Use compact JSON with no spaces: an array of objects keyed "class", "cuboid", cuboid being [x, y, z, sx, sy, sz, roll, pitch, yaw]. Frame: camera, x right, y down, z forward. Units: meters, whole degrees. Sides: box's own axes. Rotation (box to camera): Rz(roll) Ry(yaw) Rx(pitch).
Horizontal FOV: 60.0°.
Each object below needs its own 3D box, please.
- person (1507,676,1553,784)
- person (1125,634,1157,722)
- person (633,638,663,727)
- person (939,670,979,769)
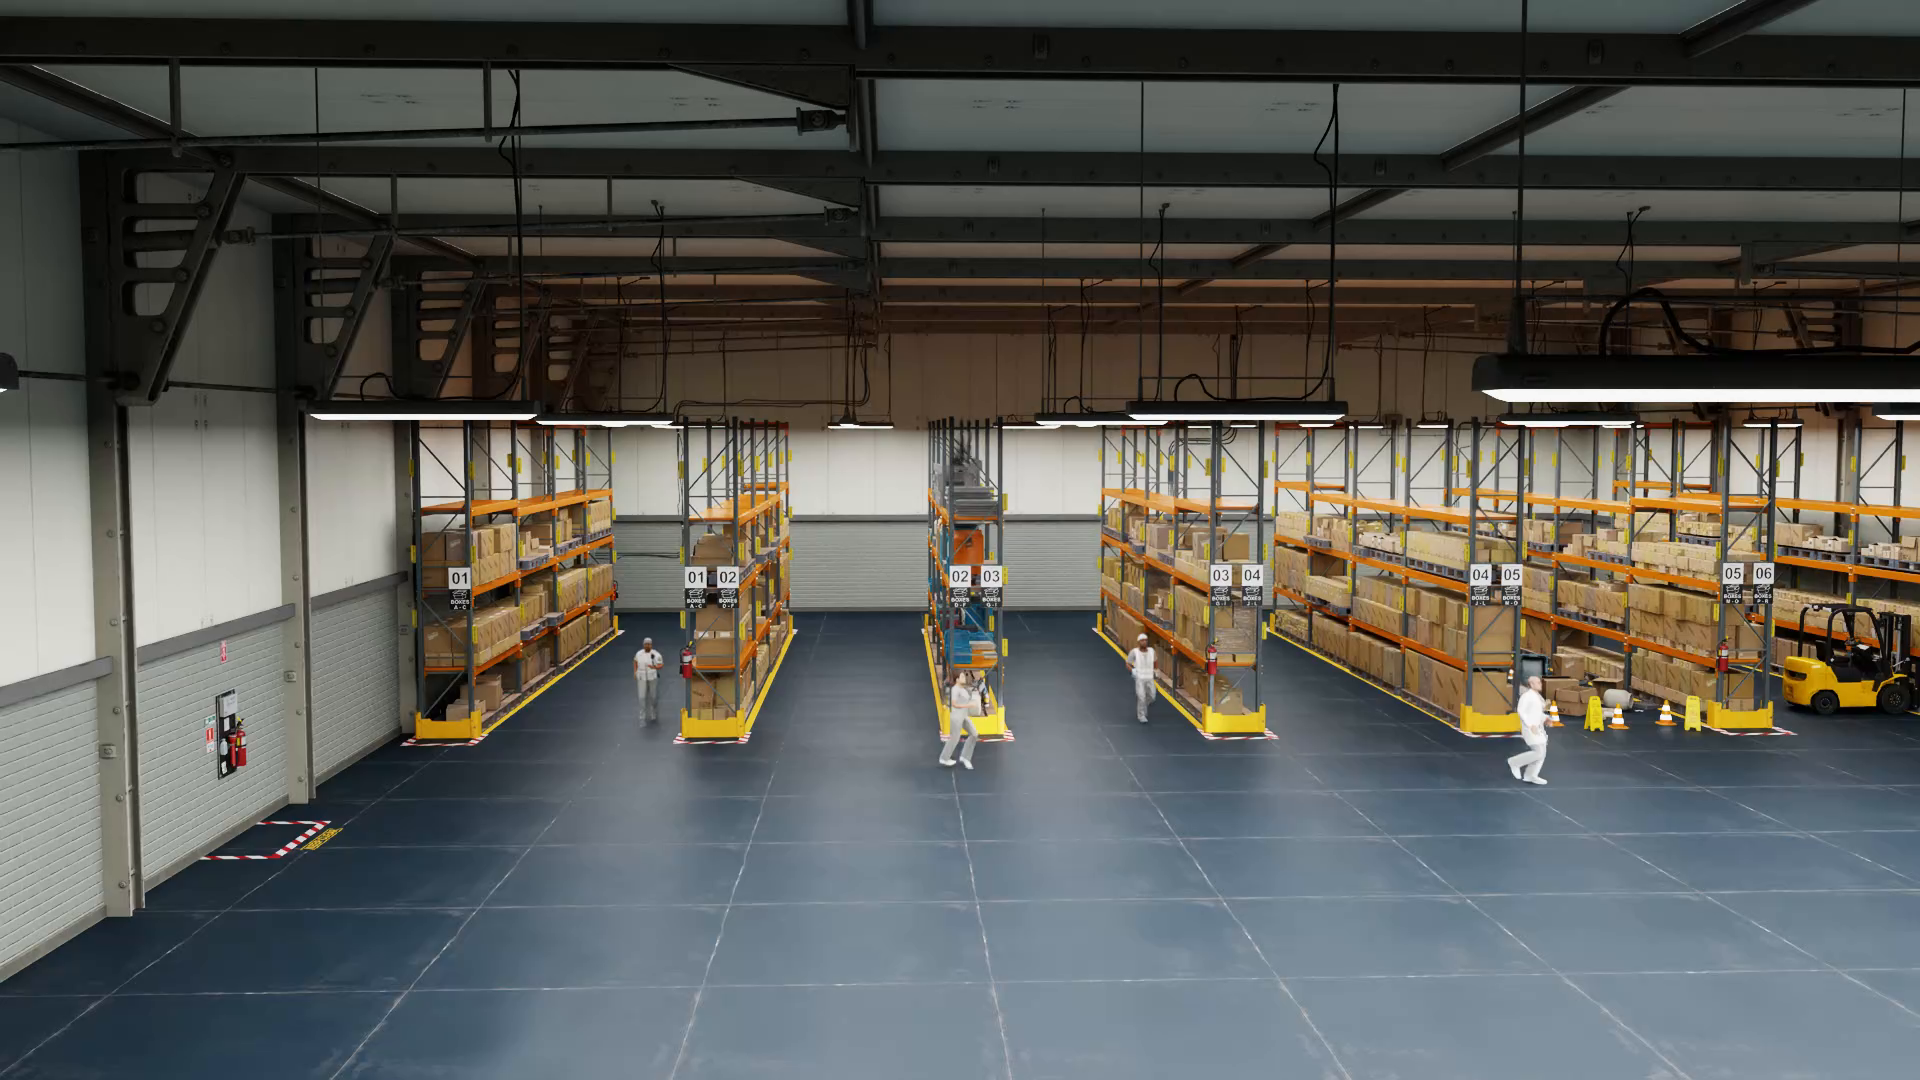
[{"class":"person","cuboid":[9.329,3.086,27.119,0.574,1.750,0.731,3,5,35]},{"class":"person","cuboid":[3.603,2.718,32.757,0.679,1.733,0.621,-1,4,-12]},{"class":"person","cuboid":[-6.106,2.752,32.554,0.595,1.685,0.903,0,4,-6]},{"class":"person","cuboid":[-0.014,3.055,28.216,0.731,1.710,0.542,2,4,24]}]
